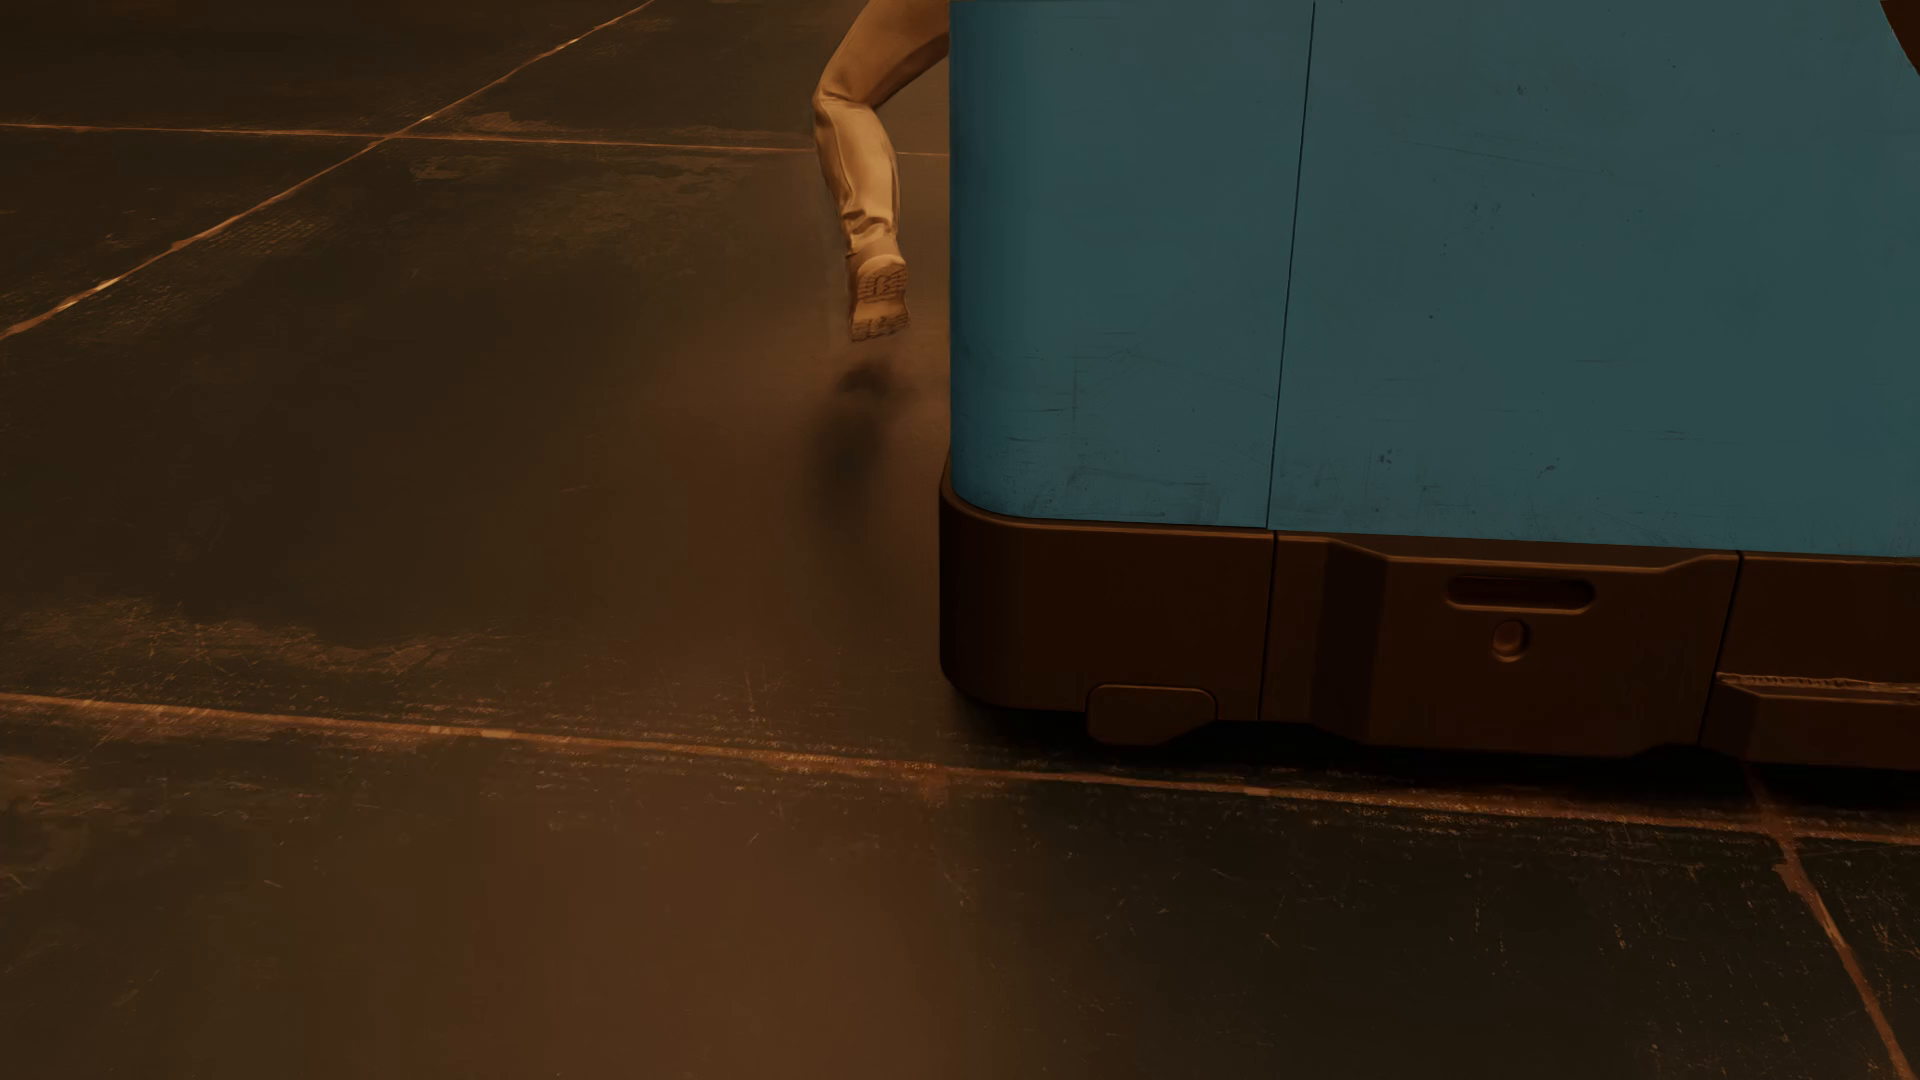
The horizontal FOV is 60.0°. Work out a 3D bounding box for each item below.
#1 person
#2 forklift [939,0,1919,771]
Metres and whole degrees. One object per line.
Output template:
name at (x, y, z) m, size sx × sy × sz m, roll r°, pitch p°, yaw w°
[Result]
person at (0.197, -1.066, 2.861) m, size 0.942 × 1.542 × 0.680 m, roll -3°, pitch 27°, yaw -5°
forklift at (1.526, -1.219, 1.660) m, size 3.031 × 2.935 × 1.130 m, roll 3°, pitch 27°, yaw 5°
